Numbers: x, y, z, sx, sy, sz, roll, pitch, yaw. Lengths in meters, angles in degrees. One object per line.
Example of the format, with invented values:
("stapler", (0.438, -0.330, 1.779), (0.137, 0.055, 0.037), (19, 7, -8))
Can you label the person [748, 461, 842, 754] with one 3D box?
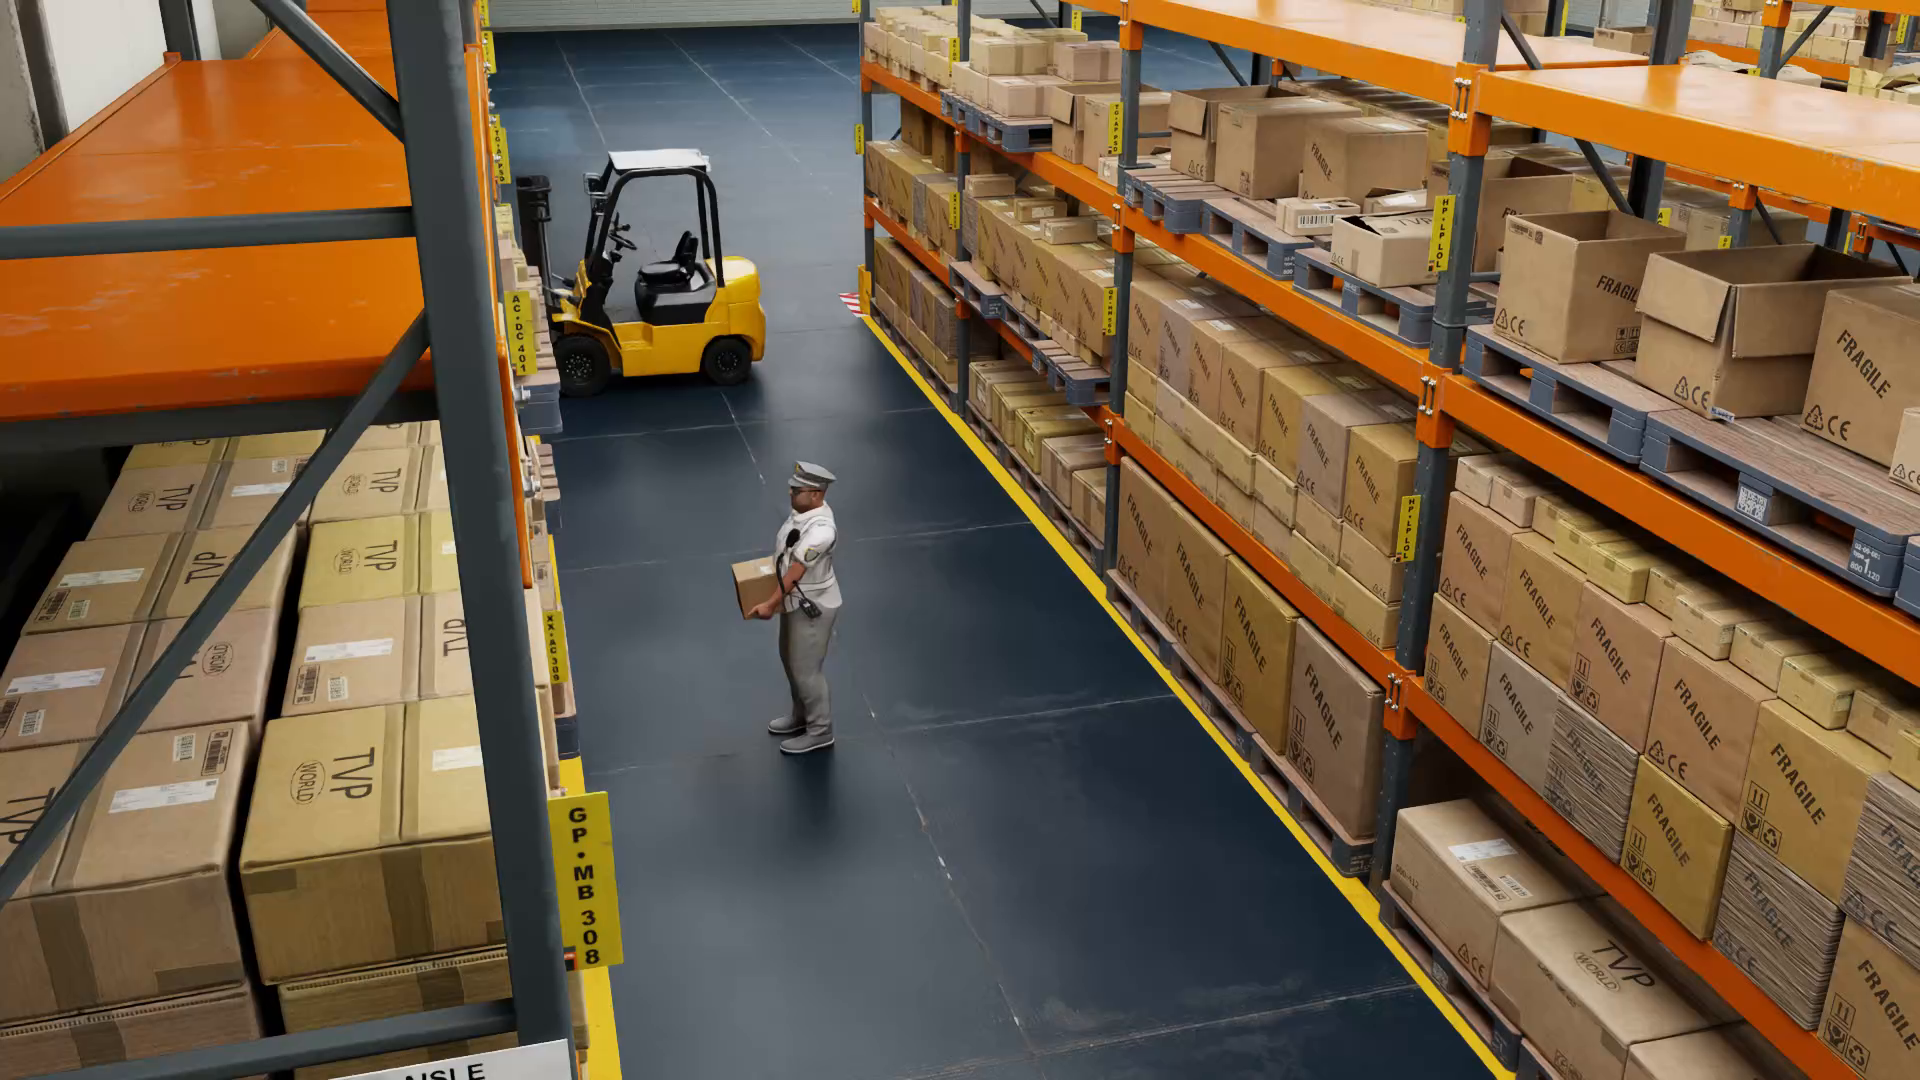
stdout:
("person", (-0.965, 0.382, 9.664), (0.562, 1.761, 0.494), (-6, 23, -13))
